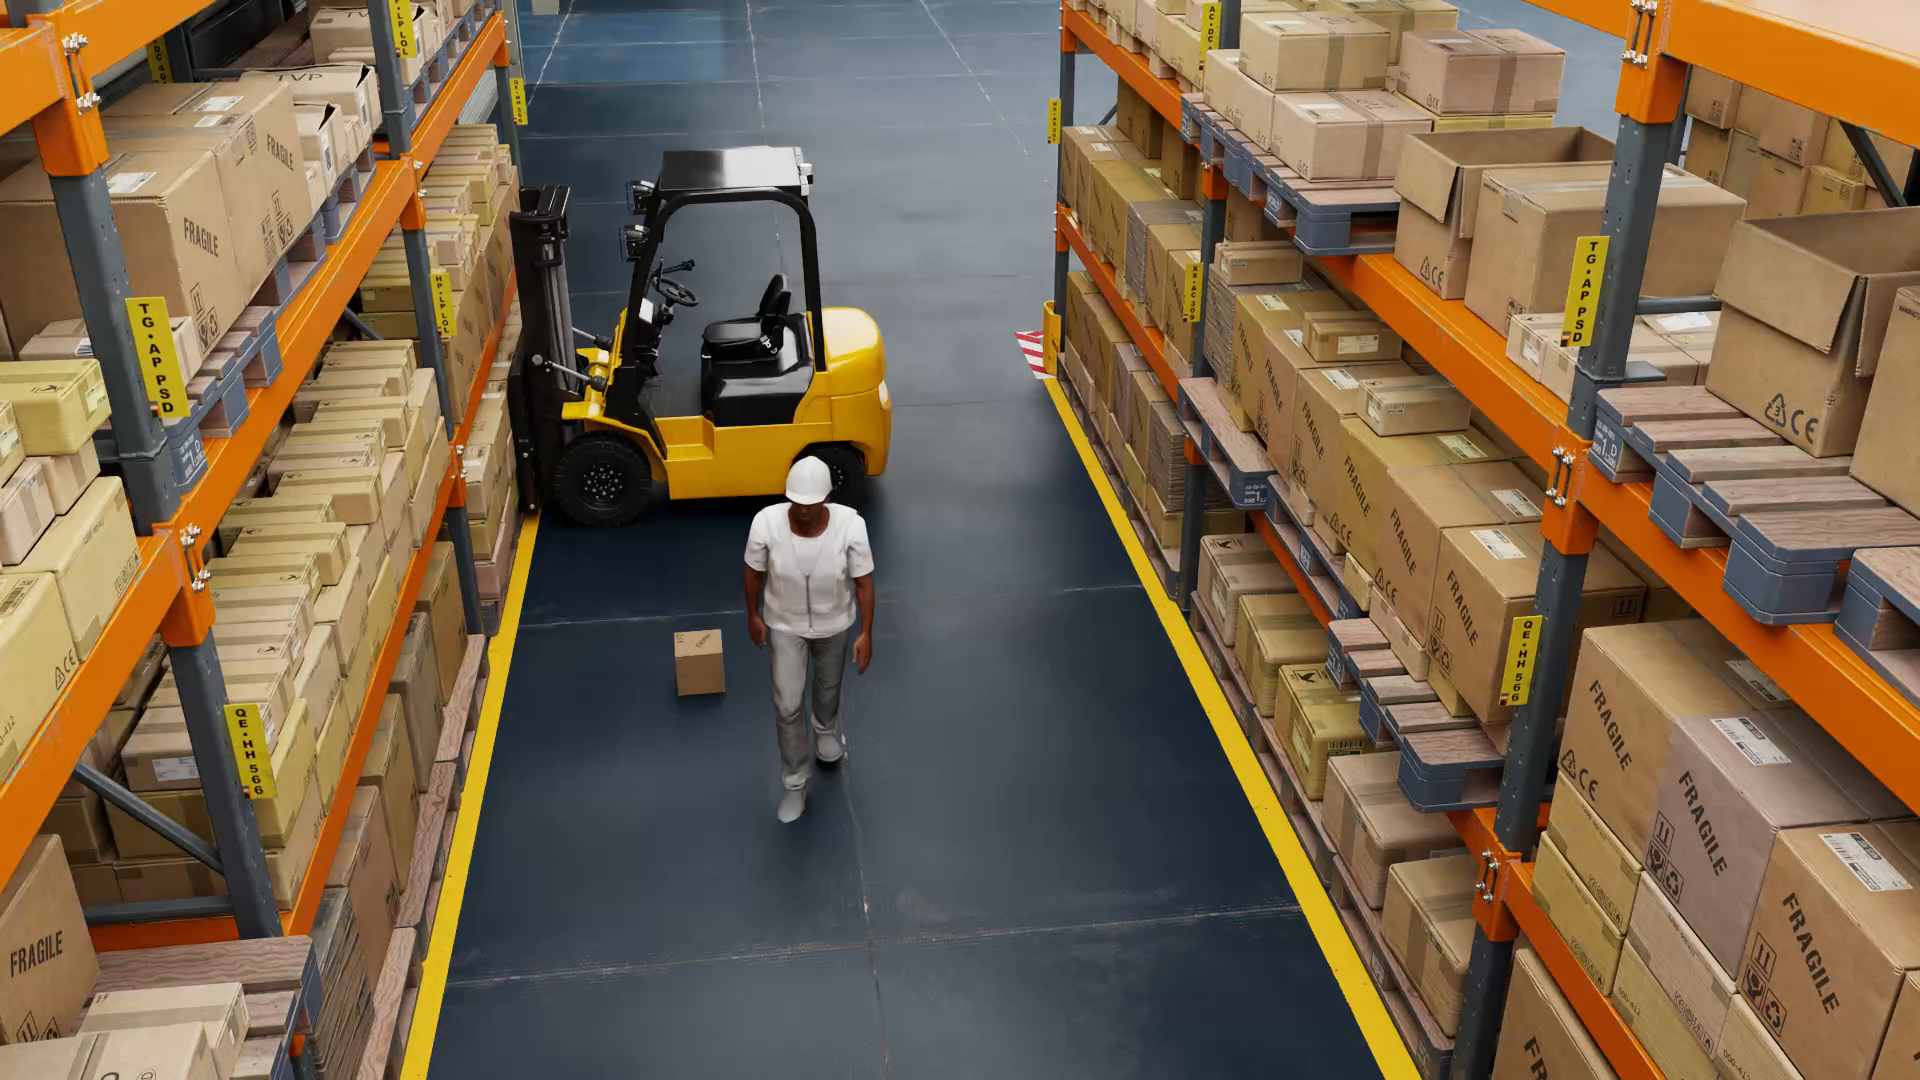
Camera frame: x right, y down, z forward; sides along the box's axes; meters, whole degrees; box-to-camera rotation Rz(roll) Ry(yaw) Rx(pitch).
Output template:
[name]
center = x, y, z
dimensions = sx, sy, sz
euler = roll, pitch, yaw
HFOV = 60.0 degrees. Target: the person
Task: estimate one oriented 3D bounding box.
[person]
center = -0.701, 0.415, 7.825
dimensions = 0.598, 1.820, 0.703
euler = -4, 27, -8
